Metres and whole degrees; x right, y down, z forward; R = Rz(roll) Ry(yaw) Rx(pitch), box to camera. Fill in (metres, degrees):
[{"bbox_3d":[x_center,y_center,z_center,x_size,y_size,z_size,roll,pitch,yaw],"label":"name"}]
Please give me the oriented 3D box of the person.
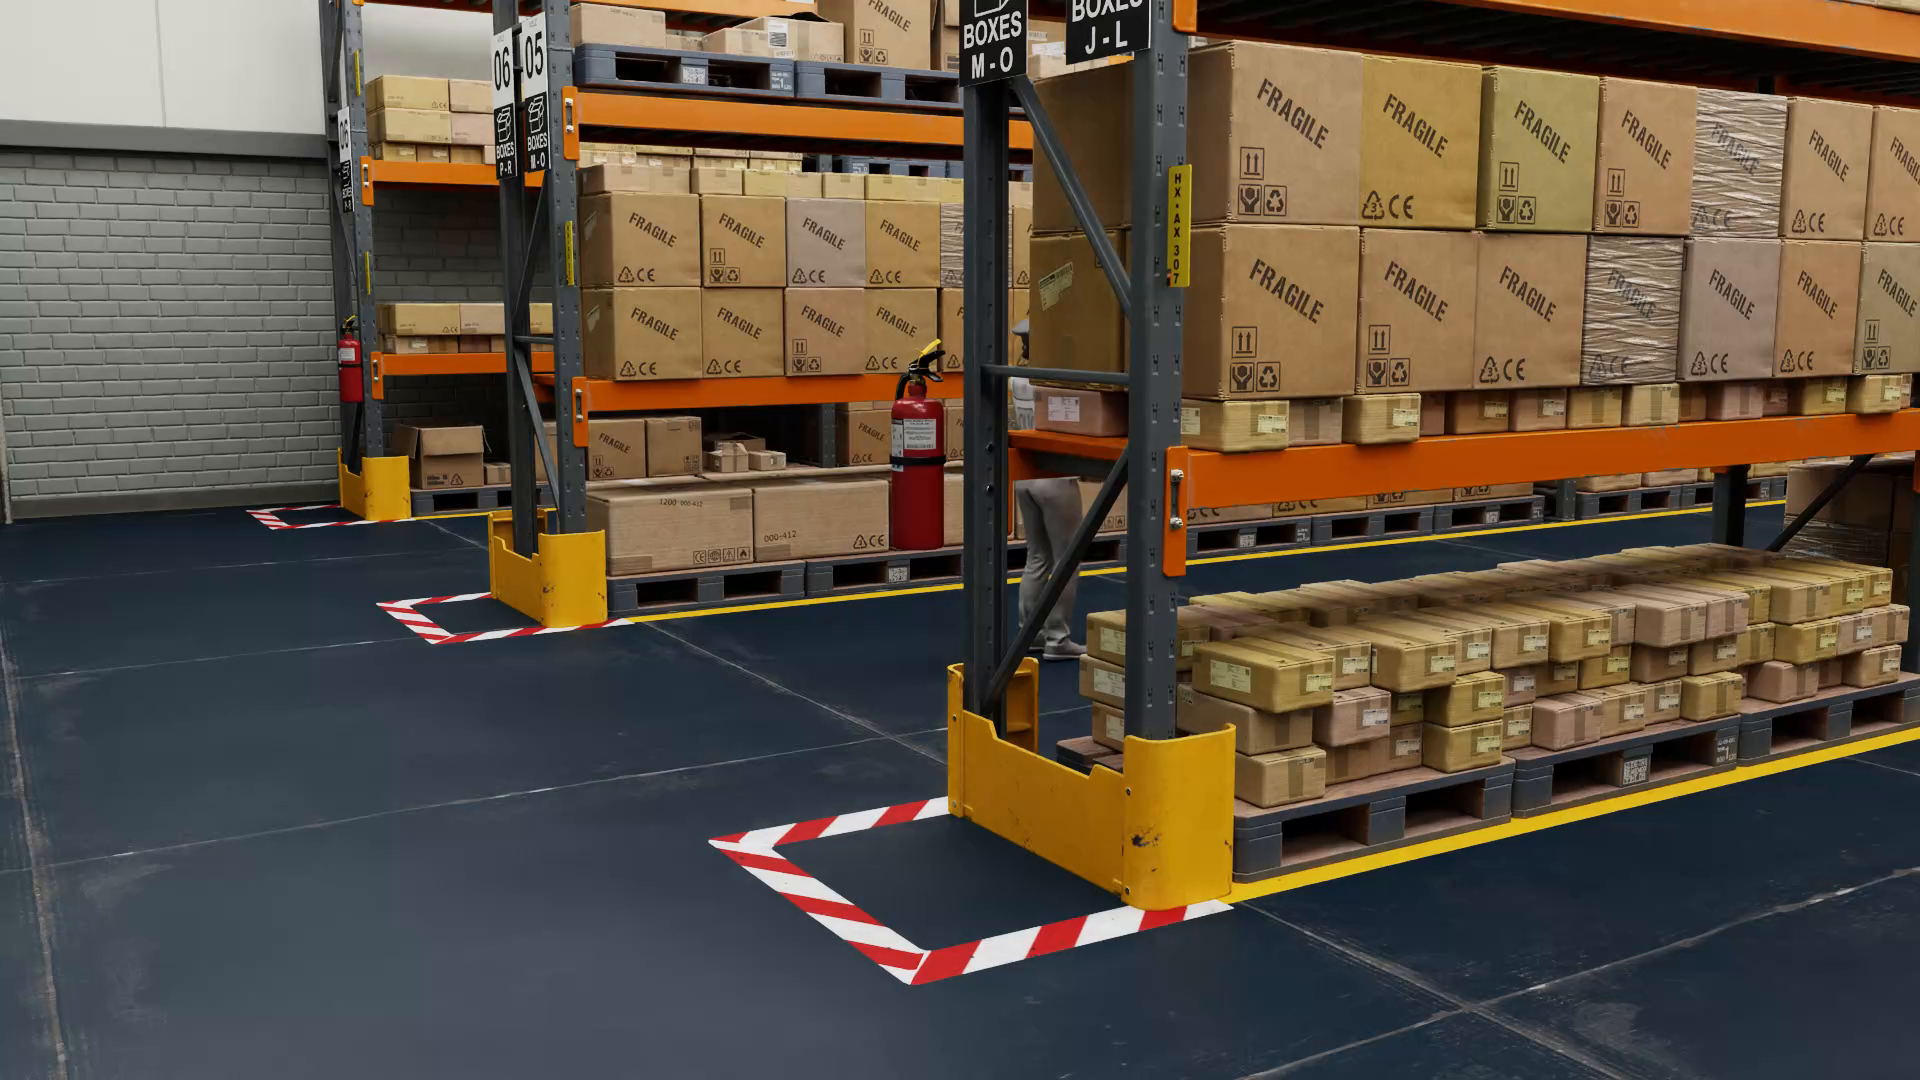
[{"bbox_3d":[0.499,-0.277,8.127,0.517,1.692,0.482,-5,10,-31],"label":"person"}]
